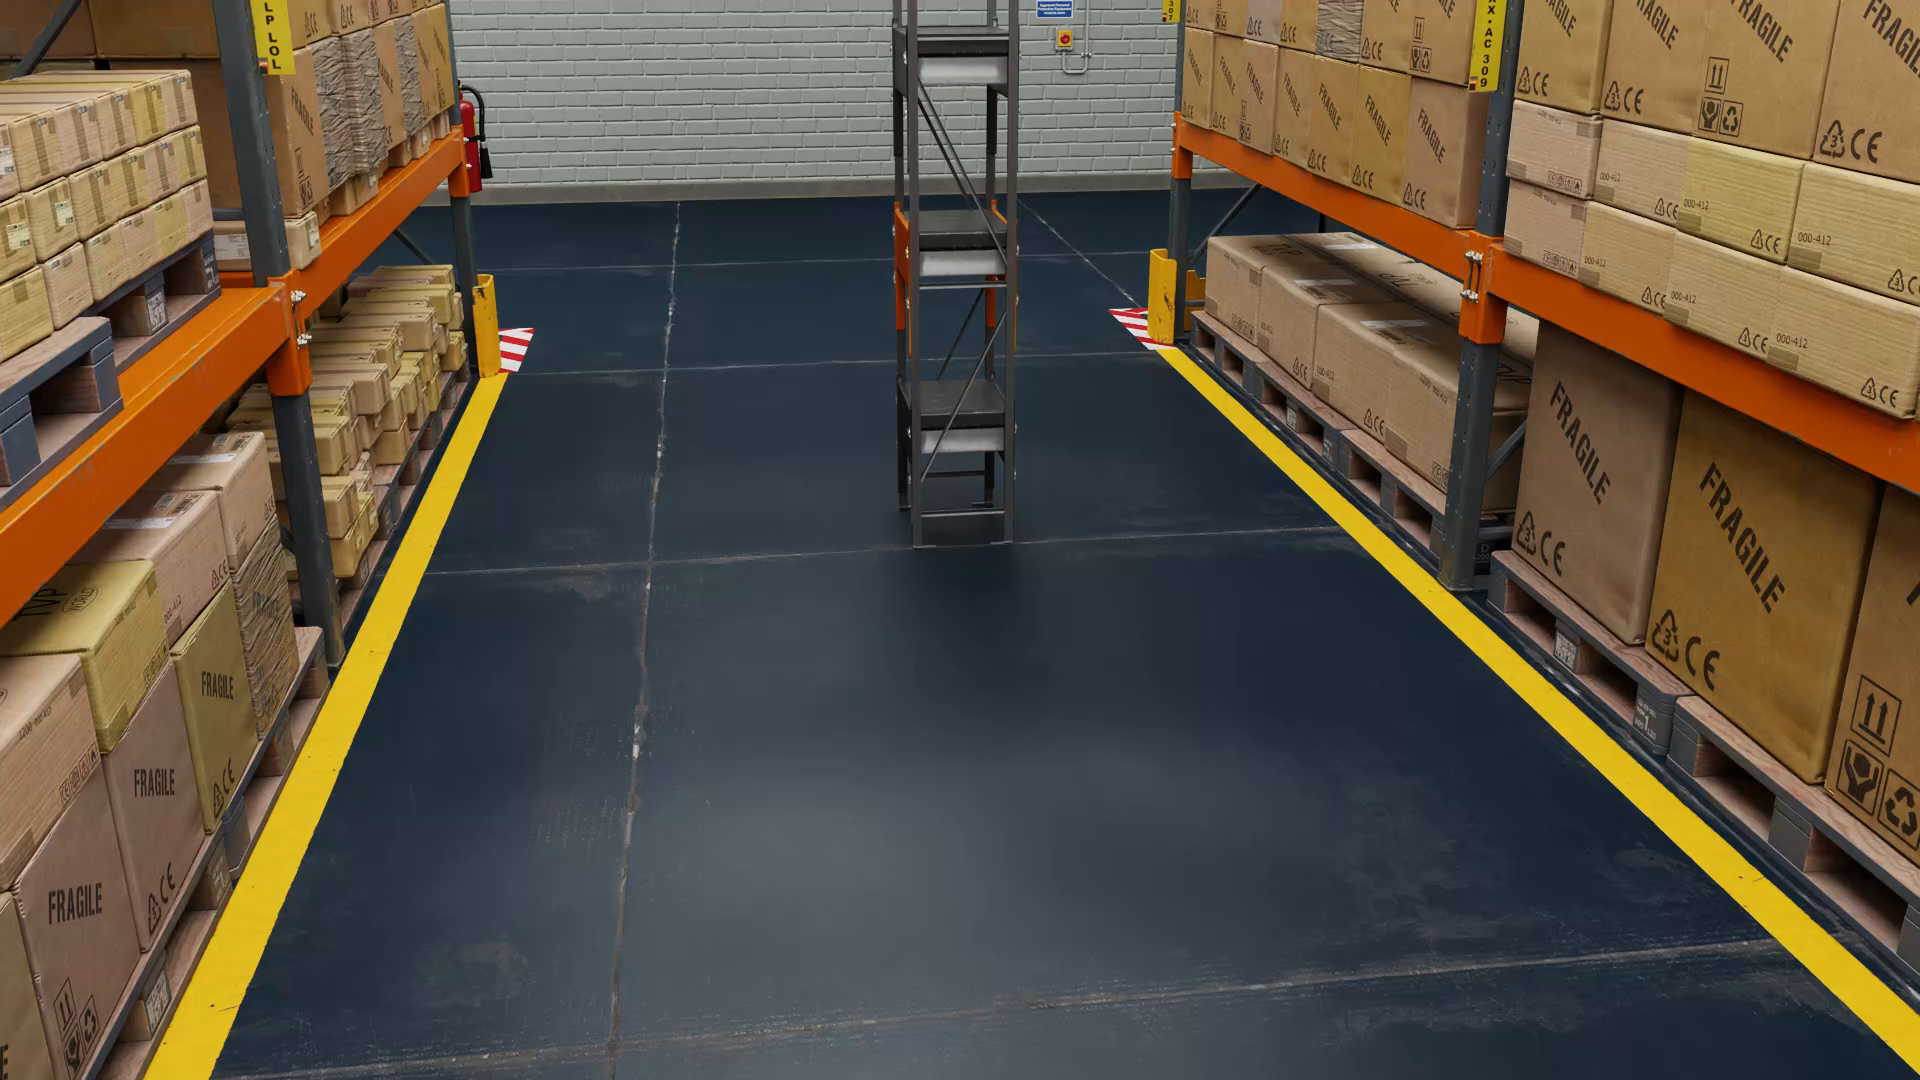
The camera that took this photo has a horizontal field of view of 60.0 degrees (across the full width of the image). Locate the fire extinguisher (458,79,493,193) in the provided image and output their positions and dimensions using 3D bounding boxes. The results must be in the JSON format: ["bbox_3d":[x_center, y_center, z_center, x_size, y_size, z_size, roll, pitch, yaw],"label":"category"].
[{"bbox_3d":[-2.733,-2.251,9.098,0.296,0.674,0.183,-3,21,-8],"label":"fire extinguisher"}]

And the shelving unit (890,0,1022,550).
[{"bbox_3d":[-0.024,-1.041,6.502,0.431,2.100,0.503,-3,21,-8],"label":"shelving unit"}]

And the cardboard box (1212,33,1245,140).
[{"bbox_3d":[1.616,-2.328,8.519,0.500,0.500,0.500,-3,21,-9],"label":"cardboard box"}]

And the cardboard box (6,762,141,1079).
[{"bbox_3d":[-2.005,0.784,3.303,0.500,0.500,0.500,-3,21,-9],"label":"cardboard box"}]

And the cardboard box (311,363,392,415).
[{"bbox_3d":[-2.504,-0.601,6.661,0.380,0.149,0.250,-2,21,-7],"label":"cardboard box"}]

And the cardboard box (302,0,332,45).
[{"bbox_3d":[-2.491,-1.968,5.701,0.500,0.500,0.500,-4,21,-9],"label":"cardboard box"}]

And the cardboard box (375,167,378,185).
[{"bbox_3d":[-2.617,-1.507,6.823,0.380,0.149,0.250,-2,21,-6],"label":"cardboard box"}]

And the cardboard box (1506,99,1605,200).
[{"bbox_3d":[2.091,-1.248,5.271,0.500,0.250,0.500,-4,21,-9],"label":"cardboard box"}]

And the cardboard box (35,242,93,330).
[{"bbox_3d":[-2.170,-0.559,3.683,0.380,0.149,0.250,-4,21,-10],"label":"cardboard box"}]

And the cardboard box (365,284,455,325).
[{"bbox_3d":[-2.684,-1.147,8.125,0.380,0.149,0.250,-3,21,-9],"label":"cardboard box"}]

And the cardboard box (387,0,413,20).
[{"bbox_3d":[-2.685,-2.505,7.138,0.500,0.500,0.500,-2,21,-5],"label":"cardboard box"}]

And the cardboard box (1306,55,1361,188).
[{"bbox_3d":[1.820,-1.796,7.096,0.500,0.500,0.500,-3,21,-9],"label":"cardboard box"}]

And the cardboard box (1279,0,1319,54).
[{"bbox_3d":[1.754,-2.441,7.394,0.500,0.500,0.500,-3,21,-8],"label":"cardboard box"}]

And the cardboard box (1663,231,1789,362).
[{"bbox_3d":[2.243,-0.658,4.404,0.500,0.250,0.500,-3,21,-8],"label":"cardboard box"}]

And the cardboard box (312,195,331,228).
[{"bbox_3d":[-2.529,-1.233,6.089,0.380,0.149,0.250,-4,21,-10],"label":"cardboard box"}]

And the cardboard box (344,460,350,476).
[{"bbox_3d":[-2.509,-0.274,6.212,0.380,0.149,0.250,-3,21,-8],"label":"cardboard box"}]

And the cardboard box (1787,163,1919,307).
[{"bbox_3d":[2.315,-0.718,3.851,0.500,0.250,0.500,-4,21,-9],"label":"cardboard box"}]

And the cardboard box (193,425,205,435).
[{"bbox_3d":[-3.005,-0.388,6.093,0.380,0.149,0.250,-3,21,-8],"label":"cardboard box"}]

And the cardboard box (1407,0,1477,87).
[{"bbox_3d":[1.965,-1.915,5.986,0.500,0.500,0.500,-3,21,-8],"label":"cardboard box"}]

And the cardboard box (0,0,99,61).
[{"bbox_3d":[-2.912,-1.770,5.170,0.500,0.500,0.500,-4,21,-10],"label":"cardboard box"}]

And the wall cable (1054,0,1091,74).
[{"bbox_3d":[0.894,-5.077,14.527,0.585,1.953,0.123,-3,21,-8],"label":"wall cable"}]

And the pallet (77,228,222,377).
[{"bbox_3d":[-2.611,-0.604,4.321,1.003,0.211,1.213,-3,21,-8],"label":"pallet"}]

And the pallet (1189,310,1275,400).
[{"bbox_3d":[1.923,-1.056,9.243,1.003,0.211,1.213,-3,21,-8],"label":"pallet"}]

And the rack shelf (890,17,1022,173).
[{"bbox_3d":[-0.024,-1.684,6.262,0.431,0.518,0.480,-3,21,-8],"label":"rack shelf"}]

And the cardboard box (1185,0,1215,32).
[{"bbox_3d":[1.517,-2.970,8.810,0.500,0.500,0.500,-3,21,-9],"label":"cardboard box"}]

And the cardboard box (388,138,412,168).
[{"bbox_3d":[-2.709,-1.781,7.556,0.380,0.149,0.250,-4,21,-10],"label":"cardboard box"}]

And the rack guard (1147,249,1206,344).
[{"bbox_3d":[1.727,-1.473,9.946,1.175,0.500,0.348,-3,21,-8],"label":"rack guard"}]

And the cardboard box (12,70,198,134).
[{"bbox_3d":[-2.326,-1.195,4.536,0.380,0.149,0.250,-2,21,-5],"label":"cardboard box"}]

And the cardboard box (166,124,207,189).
[{"bbox_3d":[-2.324,-1.057,4.592,0.380,0.149,0.250,-2,21,-6],"label":"cardboard box"}]

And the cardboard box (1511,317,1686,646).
[{"bbox_3d":[2.475,-0.242,5.512,0.875,0.875,0.875,-2,21,-6],"label":"cardboard box"}]

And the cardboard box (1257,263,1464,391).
[{"bbox_3d":[2.064,-1.092,8.415,0.875,0.438,0.875,-2,21,-6],"label":"cardboard box"}]

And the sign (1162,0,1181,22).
[{"bbox_3d":[1.180,-3.052,9.251,0.100,0.325,0.005,-3,21,-8],"label":"sign"}]

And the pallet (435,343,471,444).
[{"bbox_3d":[-3.061,-0.735,8.383,1.003,0.211,1.213,-3,21,-8],"label":"pallet"}]

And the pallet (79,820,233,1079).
[{"bbox_3d":[-2.284,1.033,3.649,1.003,0.211,1.213,-3,21,-8],"label":"pallet"}]

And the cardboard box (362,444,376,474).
[{"bbox_3d":[-2.597,-0.322,6.765,0.380,0.149,0.250,-4,21,-10],"label":"cardboard box"}]

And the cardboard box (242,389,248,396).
[{"bbox_3d":[-3.058,-0.517,6.864,0.380,0.149,0.250,-4,21,-10],"label":"cardboard box"}]

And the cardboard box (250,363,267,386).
[{"bbox_3d":[-3.074,-0.756,7.076,0.380,0.149,0.250,-3,21,-8],"label":"cardboard box"}]

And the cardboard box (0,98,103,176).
[{"bbox_3d":[-2.213,-0.921,3.804,0.380,0.149,0.250,-3,21,-8],"label":"cardboard box"}]

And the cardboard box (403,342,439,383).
[{"bbox_3d":[-2.631,-0.825,7.687,0.380,0.149,0.250,-3,21,-7],"label":"cardboard box"}]

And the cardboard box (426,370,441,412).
[{"bbox_3d":[-2.634,-0.691,7.753,0.380,0.149,0.250,-4,21,-10],"label":"cardboard box"}]

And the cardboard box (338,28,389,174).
[{"bbox_3d":[-2.515,-1.684,6.369,0.500,0.500,0.500,-3,21,-9],"label":"cardboard box"}]

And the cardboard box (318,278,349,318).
[{"bbox_3d":[-3.256,-1.203,8.274,0.380,0.149,0.250,-3,21,-7],"label":"cardboard box"}]

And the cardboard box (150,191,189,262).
[{"bbox_3d":[-2.286,-0.828,4.404,0.380,0.149,0.250,-3,21,-7],"label":"cardboard box"}]

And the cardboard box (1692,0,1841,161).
[{"bbox_3d":[2.256,-1.251,4.206,0.500,0.500,0.500,-3,21,-9],"label":"cardboard box"}]

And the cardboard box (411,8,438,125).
[{"bbox_3d":[-2.765,-2.216,7.794,0.500,0.500,0.500,-3,21,-9],"label":"cardboard box"}]

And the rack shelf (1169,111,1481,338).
[{"bbox_3d":[2.018,-1.606,7.758,1.077,0.370,4.000,-3,21,-8],"label":"rack shelf"}]

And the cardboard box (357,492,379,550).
[{"bbox_3d":[-2.350,-0.062,6.069,0.380,0.149,0.250,-2,21,-6],"label":"cardboard box"}]

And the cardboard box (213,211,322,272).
[{"bbox_3d":[-2.294,-0.963,5.366,0.380,0.149,0.250,-2,21,-6],"label":"cardboard box"}]

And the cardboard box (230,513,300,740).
[{"bbox_3d":[-2.221,0.252,4.728,0.500,0.500,0.500,-3,21,-9],"label":"cardboard box"}]

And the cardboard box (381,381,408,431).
[{"bbox_3d":[-2.535,-0.555,6.963,0.380,0.149,0.250,-3,21,-8],"label":"cardboard box"}]

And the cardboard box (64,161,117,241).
[{"bbox_3d":[-2.208,-0.785,3.865,0.380,0.149,0.250,-4,21,-10],"label":"cardboard box"}]

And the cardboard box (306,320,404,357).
[{"bbox_3d":[-2.687,-0.867,7.375,0.380,0.149,0.250,-4,21,-10],"label":"cardboard box"}]

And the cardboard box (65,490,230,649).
[{"bbox_3d":[-2.159,0.081,4.114,0.500,0.250,0.500,-2,21,-5],"label":"cardboard box"}]

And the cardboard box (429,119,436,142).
[{"bbox_3d":[-2.828,-2.047,8.268,0.380,0.149,0.250,-3,21,-8],"label":"cardboard box"}]

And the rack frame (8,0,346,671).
[{"bbox_3d":[-2.577,-0.966,5.016,1.000,3.000,0.127,-3,21,-8],"label":"rack frame"}]

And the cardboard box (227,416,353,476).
[{"bbox_3d":[-2.403,-0.334,5.948,0.380,0.149,0.250,-2,21,-5],"label":"cardboard box"}]
